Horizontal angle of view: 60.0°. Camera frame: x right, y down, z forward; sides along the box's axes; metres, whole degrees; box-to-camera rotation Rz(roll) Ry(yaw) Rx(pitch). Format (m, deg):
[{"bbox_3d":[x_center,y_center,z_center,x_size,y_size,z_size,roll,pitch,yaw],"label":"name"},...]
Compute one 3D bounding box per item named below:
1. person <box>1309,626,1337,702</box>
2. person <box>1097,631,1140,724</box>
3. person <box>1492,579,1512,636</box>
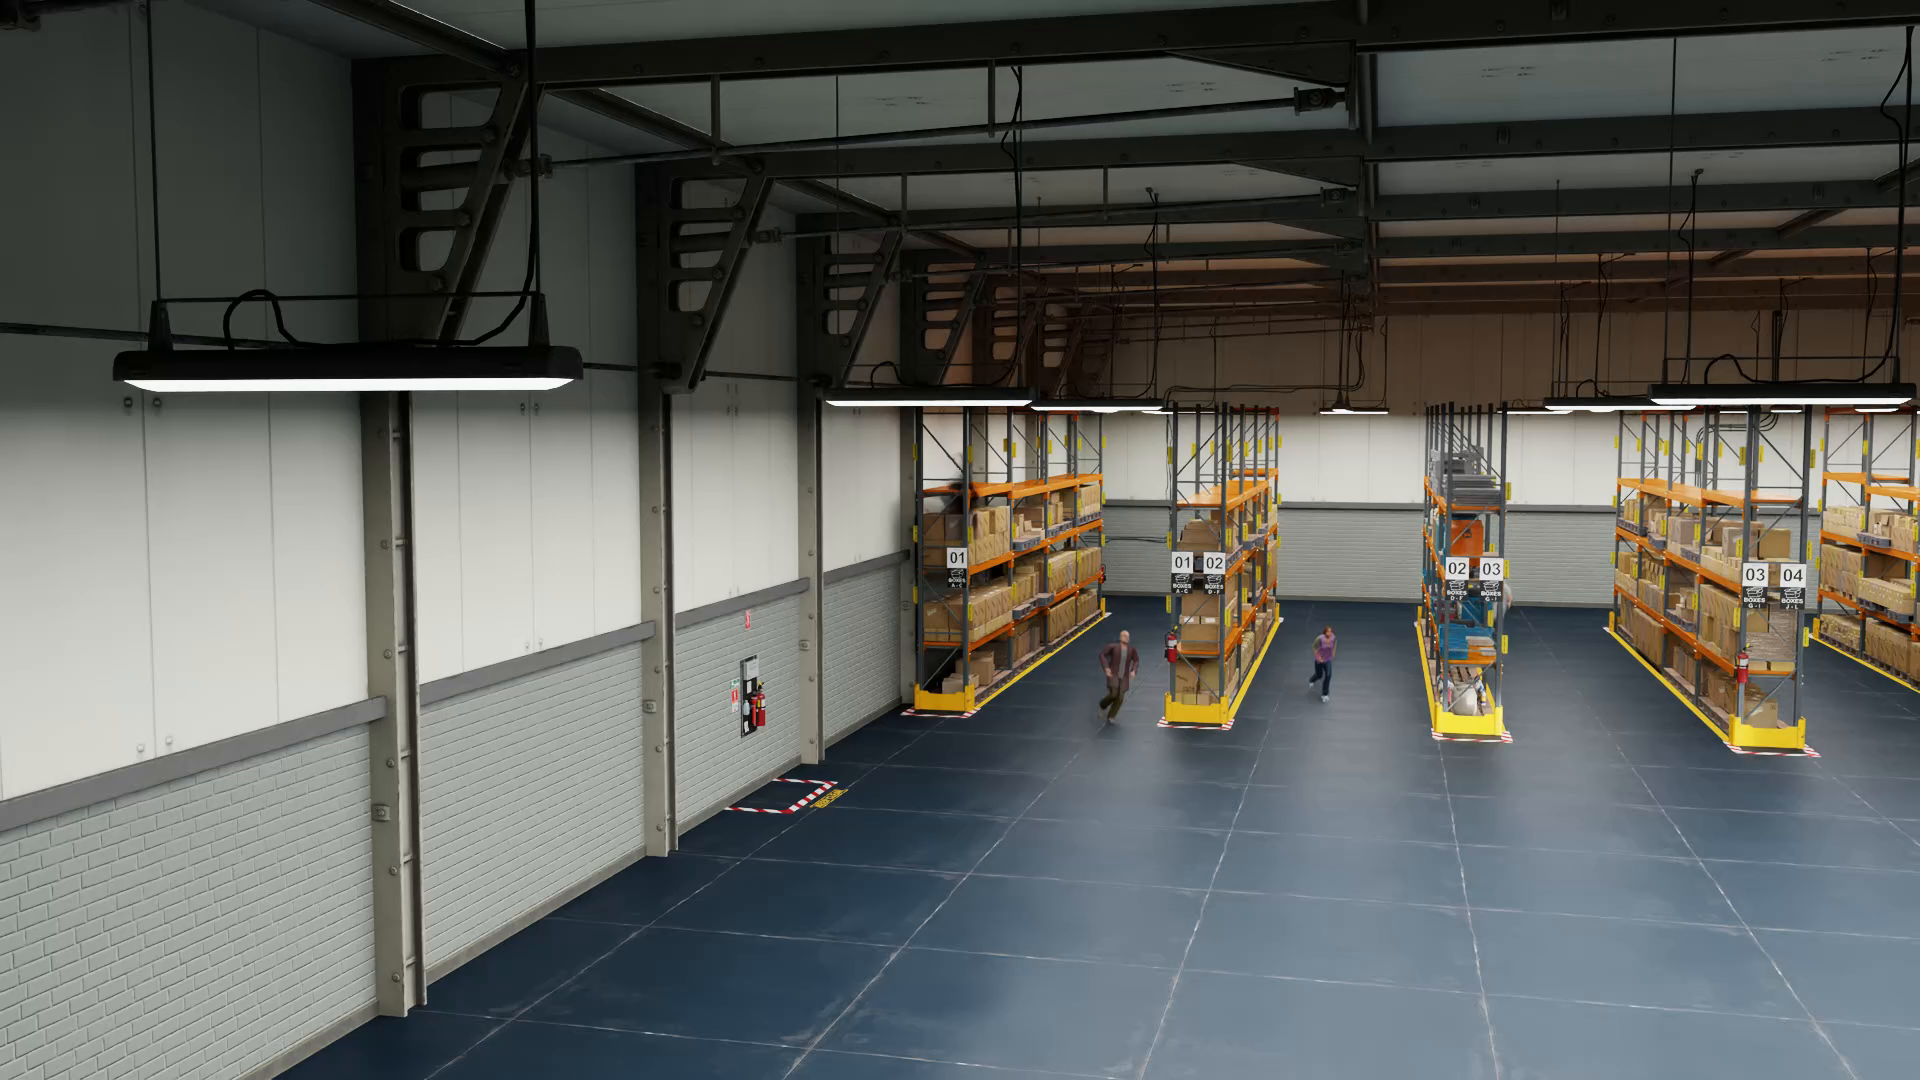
[{"bbox_3d":[7.354,2.476,33.850,0.561,1.552,0.890,-1,4,-17],"label":"person"},{"bbox_3d":[3.005,2.560,31.224,0.759,1.725,0.616,-1,4,-18],"label":"person"},{"bbox_3d":[14.070,1.713,43.283,0.570,1.623,0.717,1,4,16],"label":"person"}]
